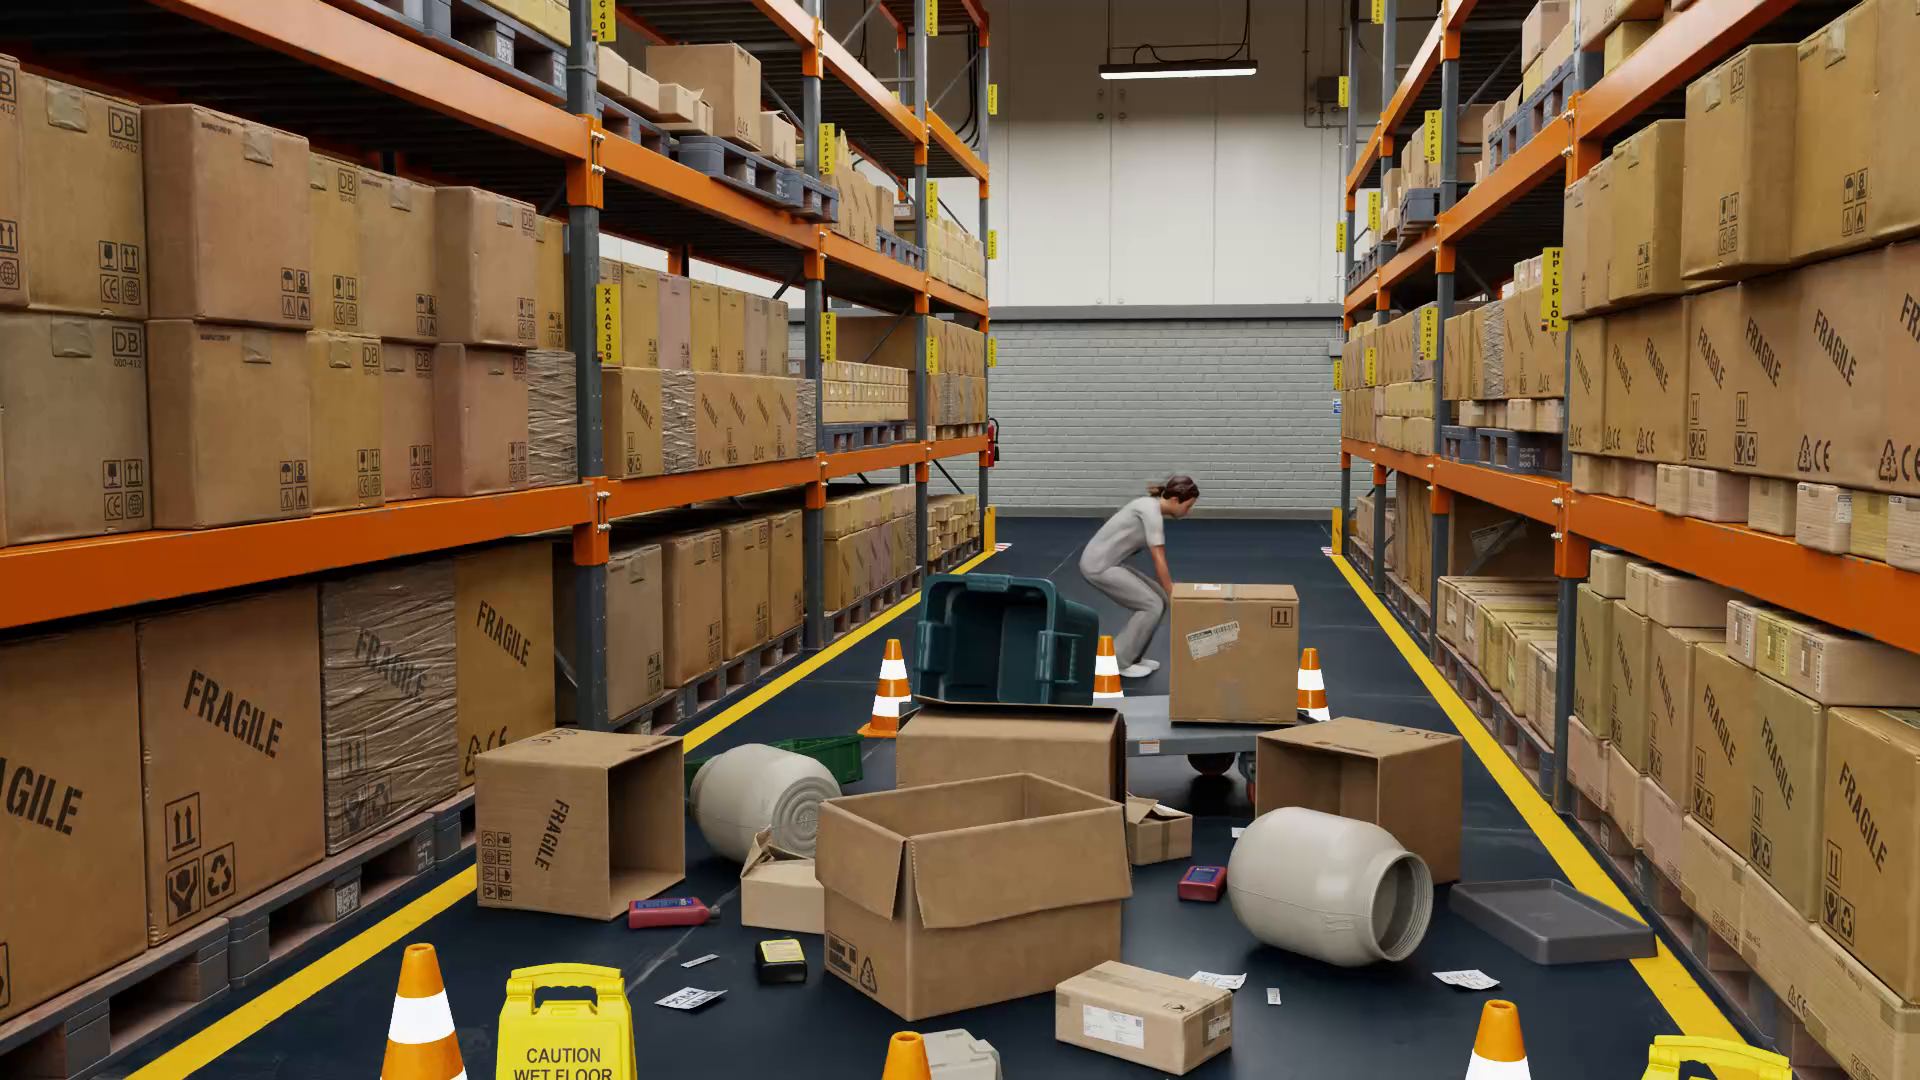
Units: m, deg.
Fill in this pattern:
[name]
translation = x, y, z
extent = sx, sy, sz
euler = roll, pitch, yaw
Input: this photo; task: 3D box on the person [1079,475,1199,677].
[person]
translation = 1.092, 0.209, 10.154
extent = 0.720, 1.216, 0.495
euler = 1, 5, 9
